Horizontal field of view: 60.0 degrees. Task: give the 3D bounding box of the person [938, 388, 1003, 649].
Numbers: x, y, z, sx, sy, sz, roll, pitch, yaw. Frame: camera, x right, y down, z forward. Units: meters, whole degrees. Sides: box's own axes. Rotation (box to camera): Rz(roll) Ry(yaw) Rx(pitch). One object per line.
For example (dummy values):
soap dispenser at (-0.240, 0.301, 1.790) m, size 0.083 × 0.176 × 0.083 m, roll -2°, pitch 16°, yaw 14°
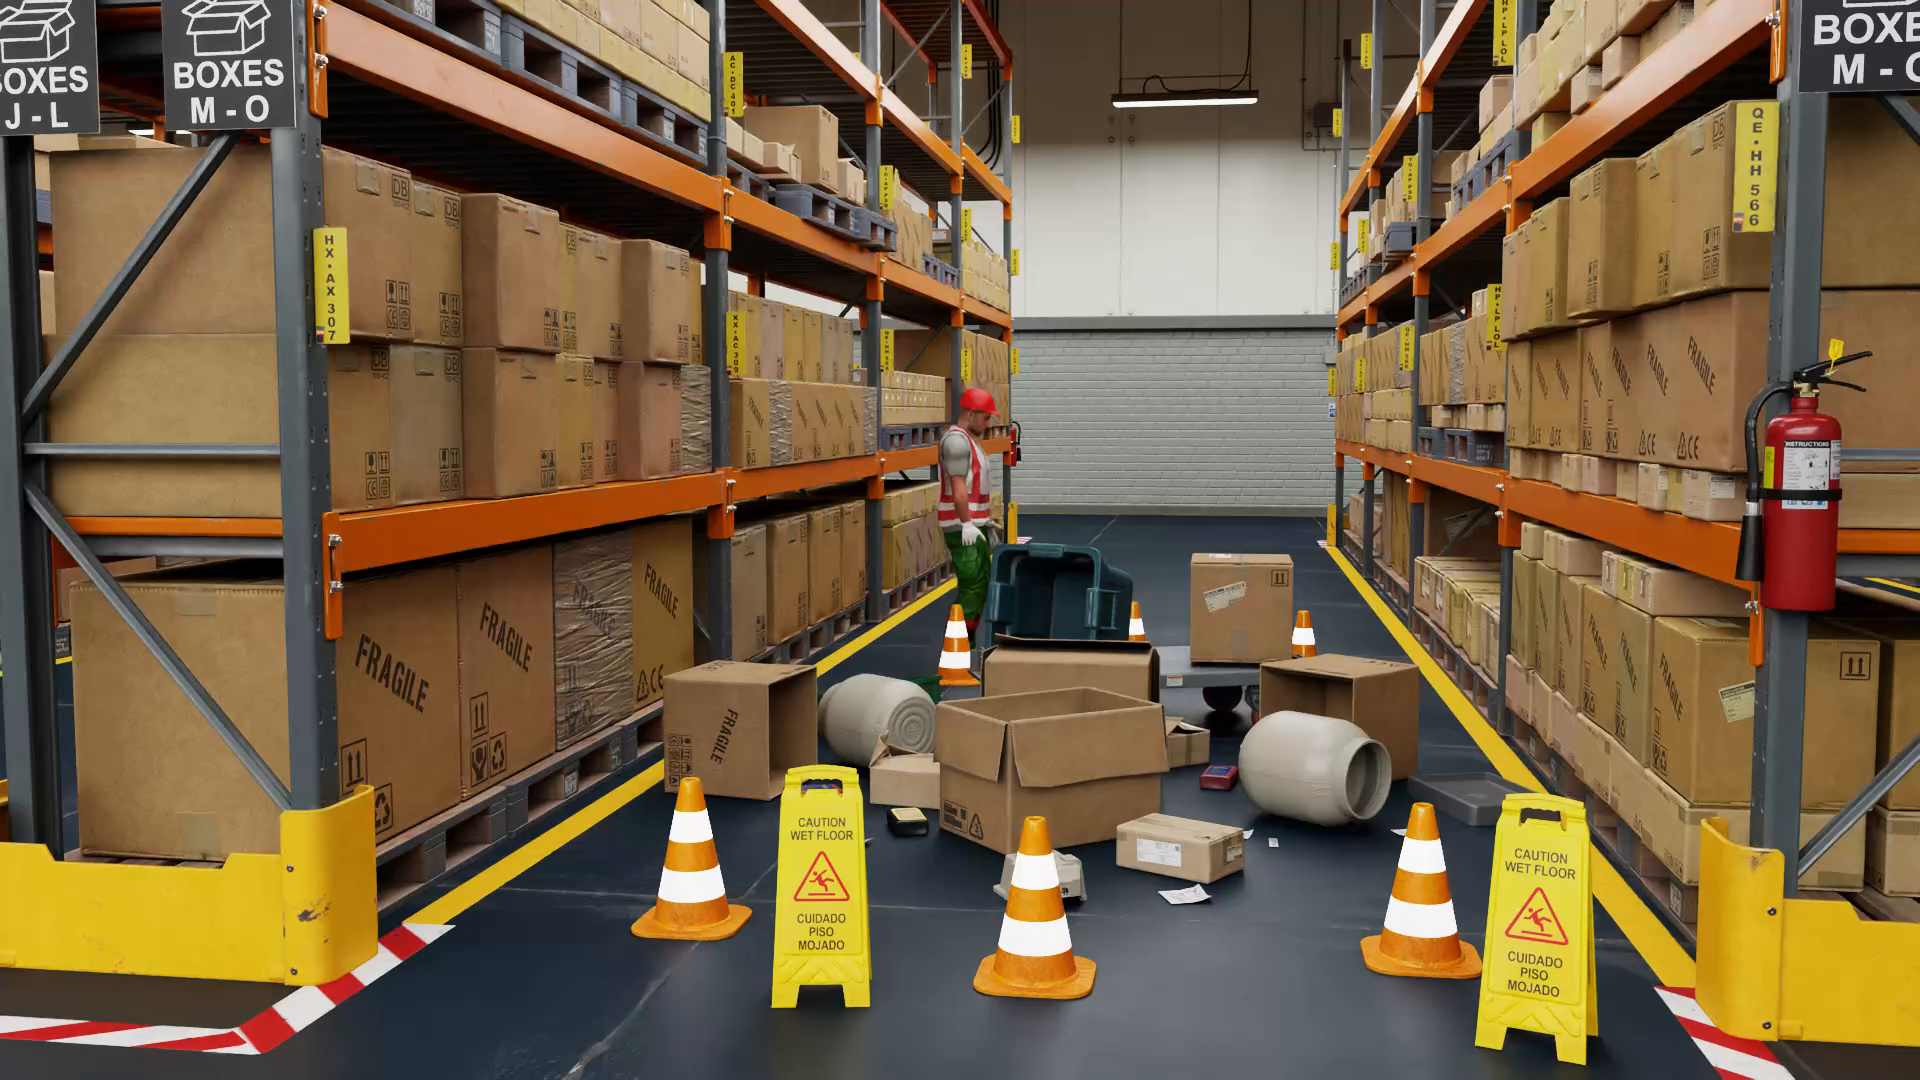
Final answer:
person at (0.066, -0.065, 10.416) m, size 0.388 × 1.768 × 0.533 m, roll 1°, pitch 4°, yaw 10°
